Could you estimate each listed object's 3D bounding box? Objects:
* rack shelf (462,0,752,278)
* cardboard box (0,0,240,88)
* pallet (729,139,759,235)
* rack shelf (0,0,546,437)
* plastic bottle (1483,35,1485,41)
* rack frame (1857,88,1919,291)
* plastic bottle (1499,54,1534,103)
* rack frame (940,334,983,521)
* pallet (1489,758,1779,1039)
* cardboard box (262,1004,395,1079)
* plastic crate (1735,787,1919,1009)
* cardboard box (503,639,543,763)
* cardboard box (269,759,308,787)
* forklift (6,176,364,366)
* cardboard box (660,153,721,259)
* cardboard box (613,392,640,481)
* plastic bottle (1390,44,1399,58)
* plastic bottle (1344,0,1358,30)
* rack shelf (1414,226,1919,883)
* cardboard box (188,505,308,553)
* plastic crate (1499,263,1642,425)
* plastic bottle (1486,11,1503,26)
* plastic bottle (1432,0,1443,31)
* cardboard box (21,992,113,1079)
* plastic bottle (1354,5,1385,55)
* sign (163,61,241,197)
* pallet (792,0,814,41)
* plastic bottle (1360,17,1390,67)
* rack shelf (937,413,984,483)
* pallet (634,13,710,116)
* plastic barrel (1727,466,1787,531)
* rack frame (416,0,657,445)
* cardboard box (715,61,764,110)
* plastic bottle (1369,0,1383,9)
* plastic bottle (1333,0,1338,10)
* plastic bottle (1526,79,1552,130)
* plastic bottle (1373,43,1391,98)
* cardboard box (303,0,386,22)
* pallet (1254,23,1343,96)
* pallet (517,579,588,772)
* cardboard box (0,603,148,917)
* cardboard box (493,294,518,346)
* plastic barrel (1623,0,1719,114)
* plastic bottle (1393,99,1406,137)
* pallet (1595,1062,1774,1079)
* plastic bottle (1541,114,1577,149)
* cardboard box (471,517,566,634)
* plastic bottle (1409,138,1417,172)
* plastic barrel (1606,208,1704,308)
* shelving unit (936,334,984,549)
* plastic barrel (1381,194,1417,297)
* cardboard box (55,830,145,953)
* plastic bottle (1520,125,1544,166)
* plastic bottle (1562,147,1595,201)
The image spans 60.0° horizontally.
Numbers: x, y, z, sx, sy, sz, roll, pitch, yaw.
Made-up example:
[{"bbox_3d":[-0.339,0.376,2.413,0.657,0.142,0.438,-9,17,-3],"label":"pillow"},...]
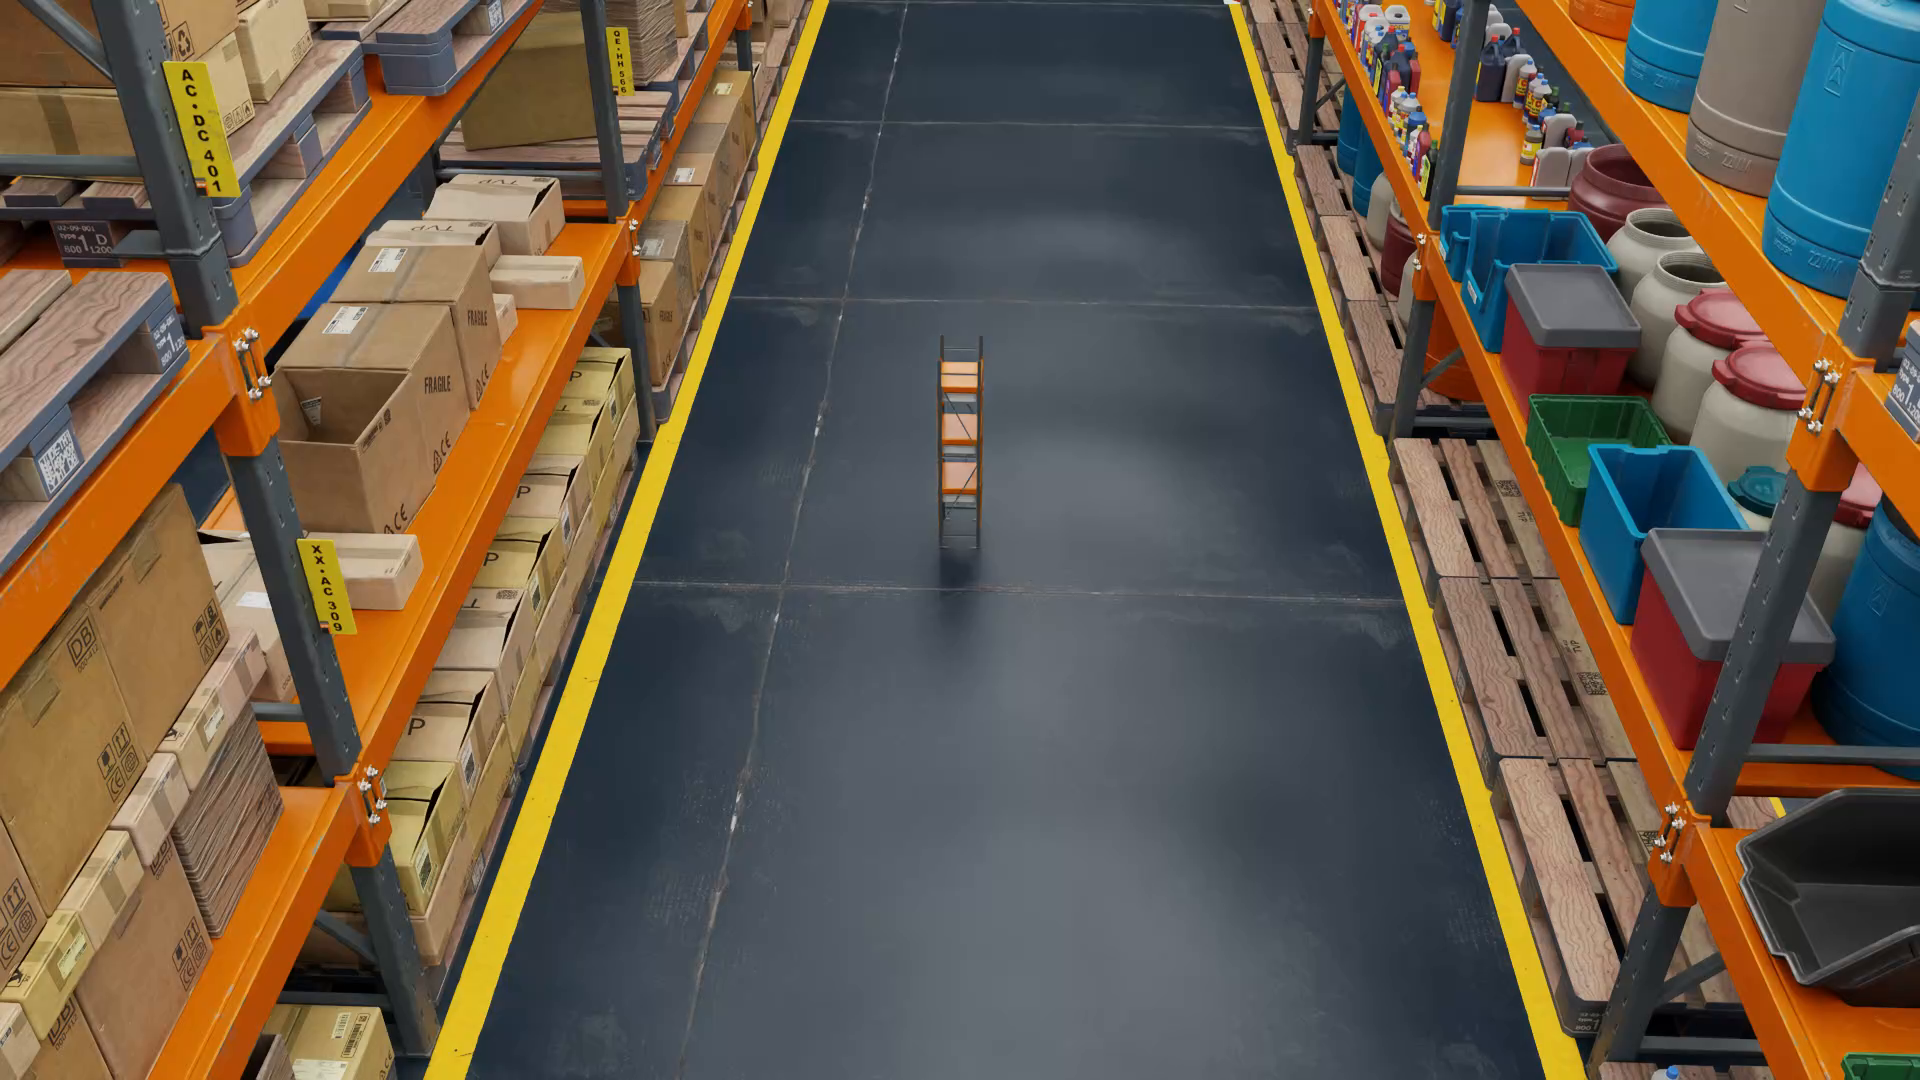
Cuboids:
[{"bbox_3d":[-2.075,-2.645,10.031,1.077,0.370,4.000,1,35,2],"label":"rack shelf"},{"bbox_3d":[-2.252,-1.490,4.266,0.500,0.500,0.500,2,35,2],"label":"cardboard box"},{"bbox_3d":[-1.989,-2.480,11.595,1.003,0.211,1.213,1,35,2],"label":"pallet"},{"bbox_3d":[-2.236,-1.574,5.899,1.077,0.370,4.000,1,35,2],"label":"rack shelf"},{"bbox_3d":[3.087,-2.968,9.976,0.097,0.271,0.097,0,35,0],"label":"plastic bottle"},{"bbox_3d":[2.633,-1.830,3.028,1.000,3.000,0.127,1,35,2],"label":"rack frame"},{"bbox_3d":[3.190,-2.661,9.536,0.152,0.276,0.135,1,35,2],"label":"plastic bottle"},{"bbox_3d":[0.007,-0.530,8.092,0.200,1.050,0.008,1,35,2],"label":"rack frame"},{"bbox_3d":[2.626,1.313,6.198,1.003,0.211,1.213,1,35,2],"label":"pallet"},{"bbox_3d":[-2.116,1.732,5.203,0.500,0.250,0.500,1,35,2],"label":"cardboard box"},{"bbox_3d":[2.485,0.947,4.347,0.767,0.338,0.504,1,35,2],"label":"plastic crate"},{"bbox_3d":[-2.012,0.643,6.752,0.500,0.250,0.500,0,35,0],"label":"cardboard box"},{"bbox_3d":[-2.586,0.992,5.768,0.500,0.311,0.500,1,35,2],"label":"cardboard box"},{"bbox_3d":[-5.005,-2.278,8.943,3.031,2.935,1.130,-11,37,-16],"label":"forklift"},{"bbox_3d":[-1.795,-2.092,10.409,0.500,0.500,0.500,0,35,0],"label":"cardboard box"},{"bbox_3d":[-1.933,-0.530,8.421,0.500,0.250,0.500,2,35,3],"label":"cardboard box"},{"bbox_3d":[2.503,-2.707,9.594,0.061,0.283,0.133,1,35,2],"label":"plastic bottle"},{"bbox_3d":[2.509,-3.386,10.571,0.097,0.271,0.097,0,35,0],"label":"plastic bottle"},{"bbox_3d":[2.714,-0.231,6.595,1.077,0.370,4.000,1,35,2],"label":"rack shelf"},{"bbox_3d":[-2.464,0.053,5.683,0.396,0.266,0.258,1,35,1],"label":"cardboard box"},{"bbox_3d":[2.423,-0.779,6.694,0.402,0.464,0.583,1,35,2],"label":"plastic crate"},{"bbox_3d":[3.221,-3.111,10.175,0.152,0.276,0.135,1,35,2],"label":"plastic bottle"},{"bbox_3d":[3.101,-3.420,10.550,0.144,0.351,0.185,1,35,2],"label":"plastic bottle"},{"bbox_3d":[-2.366,1.313,3.686,0.700,0.500,0.500,2,35,3],"label":"cardboard box"},{"bbox_3d":[2.518,-3.132,10.206,0.152,0.276,0.135,1,35,2],"label":"plastic bottle"},{"bbox_3d":[-1.761,-0.952,3.868,0.100,0.325,0.005,1,35,2],"label":"sign"},{"bbox_3d":[-1.868,-4.744,14.817,1.003,0.211,1.213,1,35,2],"label":"pallet"},{"bbox_3d":[2.509,-2.999,10.017,0.152,0.276,0.135,1,35,2],"label":"plastic bottle"},{"bbox_3d":[0.002,-0.452,7.998,0.215,0.259,0.240,1,35,2],"label":"rack shelf"},{"bbox_3d":[-2.082,-2.830,9.834,1.003,0.211,1.213,1,35,2],"label":"pallet"},{"bbox_3d":[2.840,-0.076,5.870,0.301,0.262,0.301,0,35,0],"label":"plastic barrel"},{"bbox_3d":[-2.155,-1.791,8.189,1.000,3.000,0.127,1,35,2],"label":"rack frame"},{"bbox_3d":[-1.762,-3.405,12.442,0.500,0.311,0.500,1,35,2],"label":"cardboard box"},{"bbox_3d":[2.666,-3.431,10.697,0.097,0.201,0.097,0,35,0],"label":"plastic bottle"},{"bbox_3d":[2.508,-3.647,10.932,0.061,0.283,0.133,1,35,2],"label":"plastic bottle"},{"bbox_3d":[3.200,-2.404,9.173,0.097,0.271,0.097,0,35,0],"label":"plastic bottle"},{"bbox_3d":[2.443,-2.708,9.596,0.061,0.283,0.133,1,35,2],"label":"plastic bottle"},{"bbox_3d":[-2.178,-1.927,5.540,0.500,0.250,0.500,-2,35,-2],"label":"cardboard box"},{"bbox_3d":[2.992,-3.957,13.697,1.003,0.211,1.213,1,35,2],"label":"pallet"},{"bbox_3d":[-2.279,0.521,7.324,1.003,0.211,1.213,1,35,2],"label":"pallet"},{"bbox_3d":[-2.346,0.481,3.741,0.700,0.500,0.500,1,35,2],"label":"cardboard box"},{"bbox_3d":[-2.150,-0.954,7.217,0.380,0.149,0.250,4,35,5],"label":"cardboard box"},{"bbox_3d":[2.489,-1.857,5.239,0.600,0.901,0.708,1,35,2],"label":"plastic barrel"},{"bbox_3d":[2.436,-2.313,9.105,0.097,0.201,0.097,0,35,0],"label":"plastic bottle"},{"bbox_3d":[2.565,2.150,5.007,1.003,0.211,1.213,1,35,2],"label":"pallet"},{"bbox_3d":[3.153,-2.130,8.780,0.152,0.276,0.135,1,35,2],"label":"plastic bottle"},{"bbox_3d":[-1.990,0.116,7.014,0.500,0.311,0.500,2,35,3],"label":"cardboard box"},{"bbox_3d":[2.416,-2.034,8.708,0.097,0.201,0.097,0,35,0],"label":"plastic bottle"},{"bbox_3d":[2.966,-1.124,7.143,0.421,0.512,0.421,0,35,0],"label":"plastic barrel"},{"bbox_3d":[0.002,-0.460,7.992,0.215,1.050,0.252,1,35,2],"label":"shelving unit"},{"bbox_3d":[2.842,-1.790,9.920,0.600,0.588,0.708,1,35,2],"label":"plastic barrel"},{"bbox_3d":[-2.142,0.806,3.844,0.380,0.149,0.250,1,35,2],"label":"cardboard box"},{"bbox_3d":[3.028,-2.092,8.791,0.097,0.201,0.097,0,35,0],"label":"plastic bottle"},{"bbox_3d":[3.134,-1.864,8.402,0.152,0.276,0.135,1,35,2],"label":"plastic bottle"}]
